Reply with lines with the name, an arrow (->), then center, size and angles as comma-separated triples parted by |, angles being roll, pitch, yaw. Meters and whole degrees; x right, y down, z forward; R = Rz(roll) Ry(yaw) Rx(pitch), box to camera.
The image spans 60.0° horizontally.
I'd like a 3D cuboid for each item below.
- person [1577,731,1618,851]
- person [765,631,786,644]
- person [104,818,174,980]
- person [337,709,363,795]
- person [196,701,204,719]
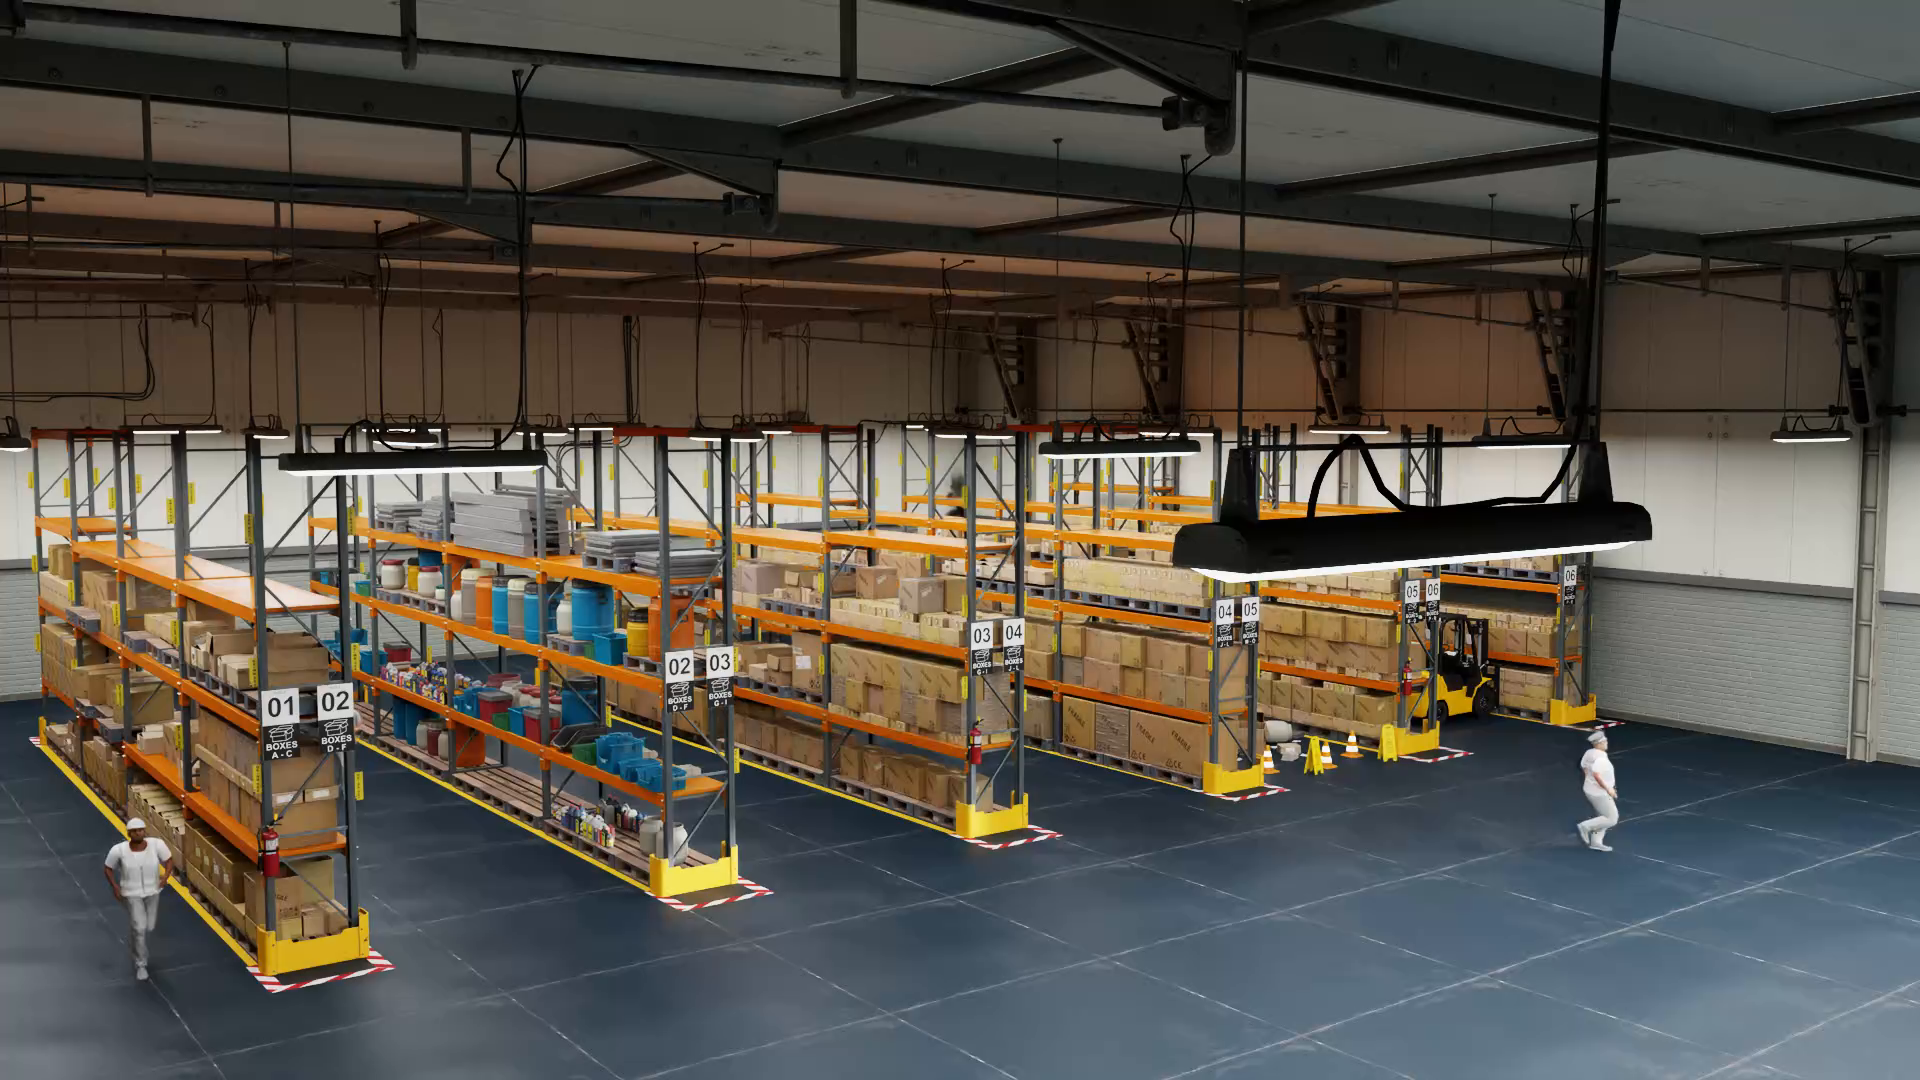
person -> 9.129, 3.601, 23.845 | 0.603, 1.746, 0.665 | 0, 4, 0
person -> -4.681, 2.226, 42.140 | 0.651, 1.644, 0.576 | -3, 5, -34
person -> -9.240, 3.991, 18.750 | 0.700, 1.805, 0.775 | -3, 6, -37
person -> -10.027, 3.351, 27.150 | 0.560, 1.696, 0.815 | -4, 6, -40
person -> -14.725, 3.030, 32.010 | 0.575, 1.610, 0.600 | 4, 6, 42
